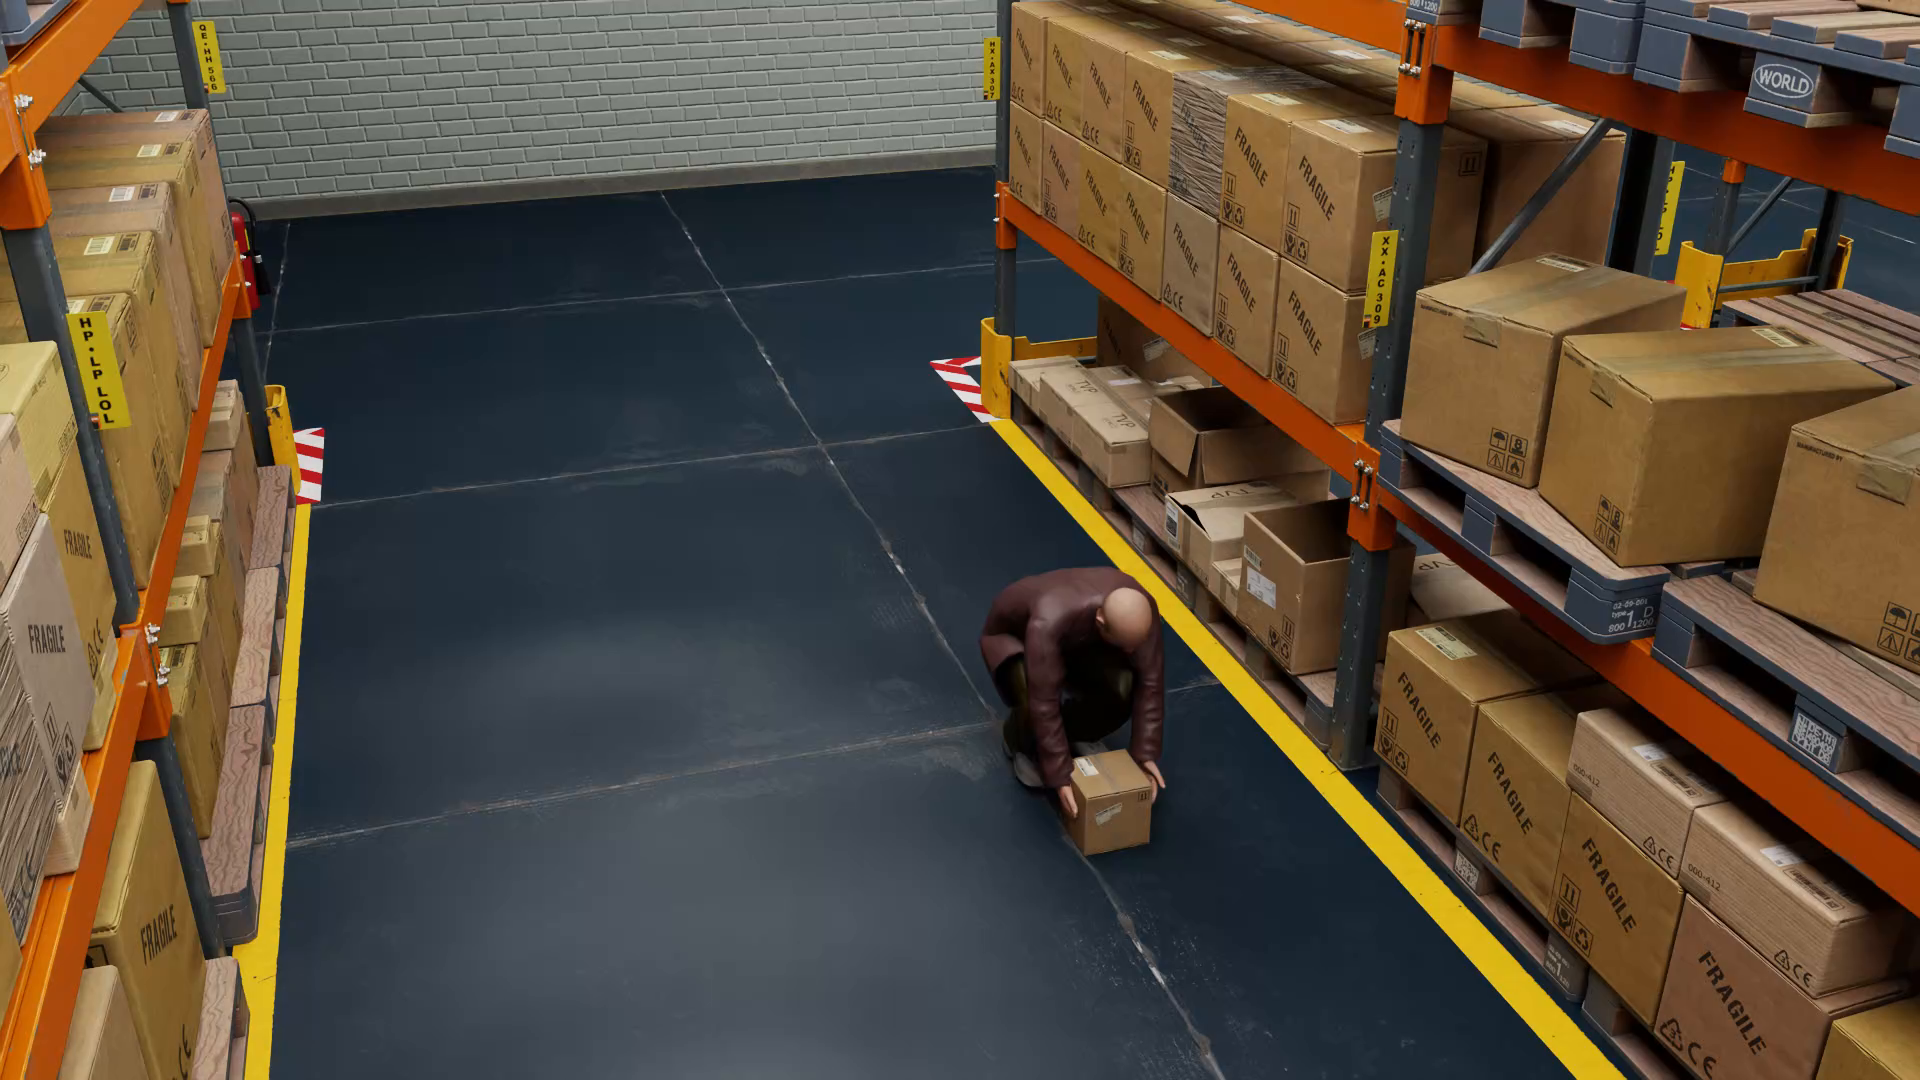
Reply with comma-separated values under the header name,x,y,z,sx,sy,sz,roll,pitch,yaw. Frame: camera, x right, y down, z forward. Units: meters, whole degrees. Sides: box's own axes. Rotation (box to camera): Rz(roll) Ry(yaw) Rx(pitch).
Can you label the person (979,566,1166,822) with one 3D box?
name,x,y,z,sx,sy,sz,roll,pitch,yaw
person,0.418,0.503,6.148,0.603,0.860,0.907,-10,28,-19
